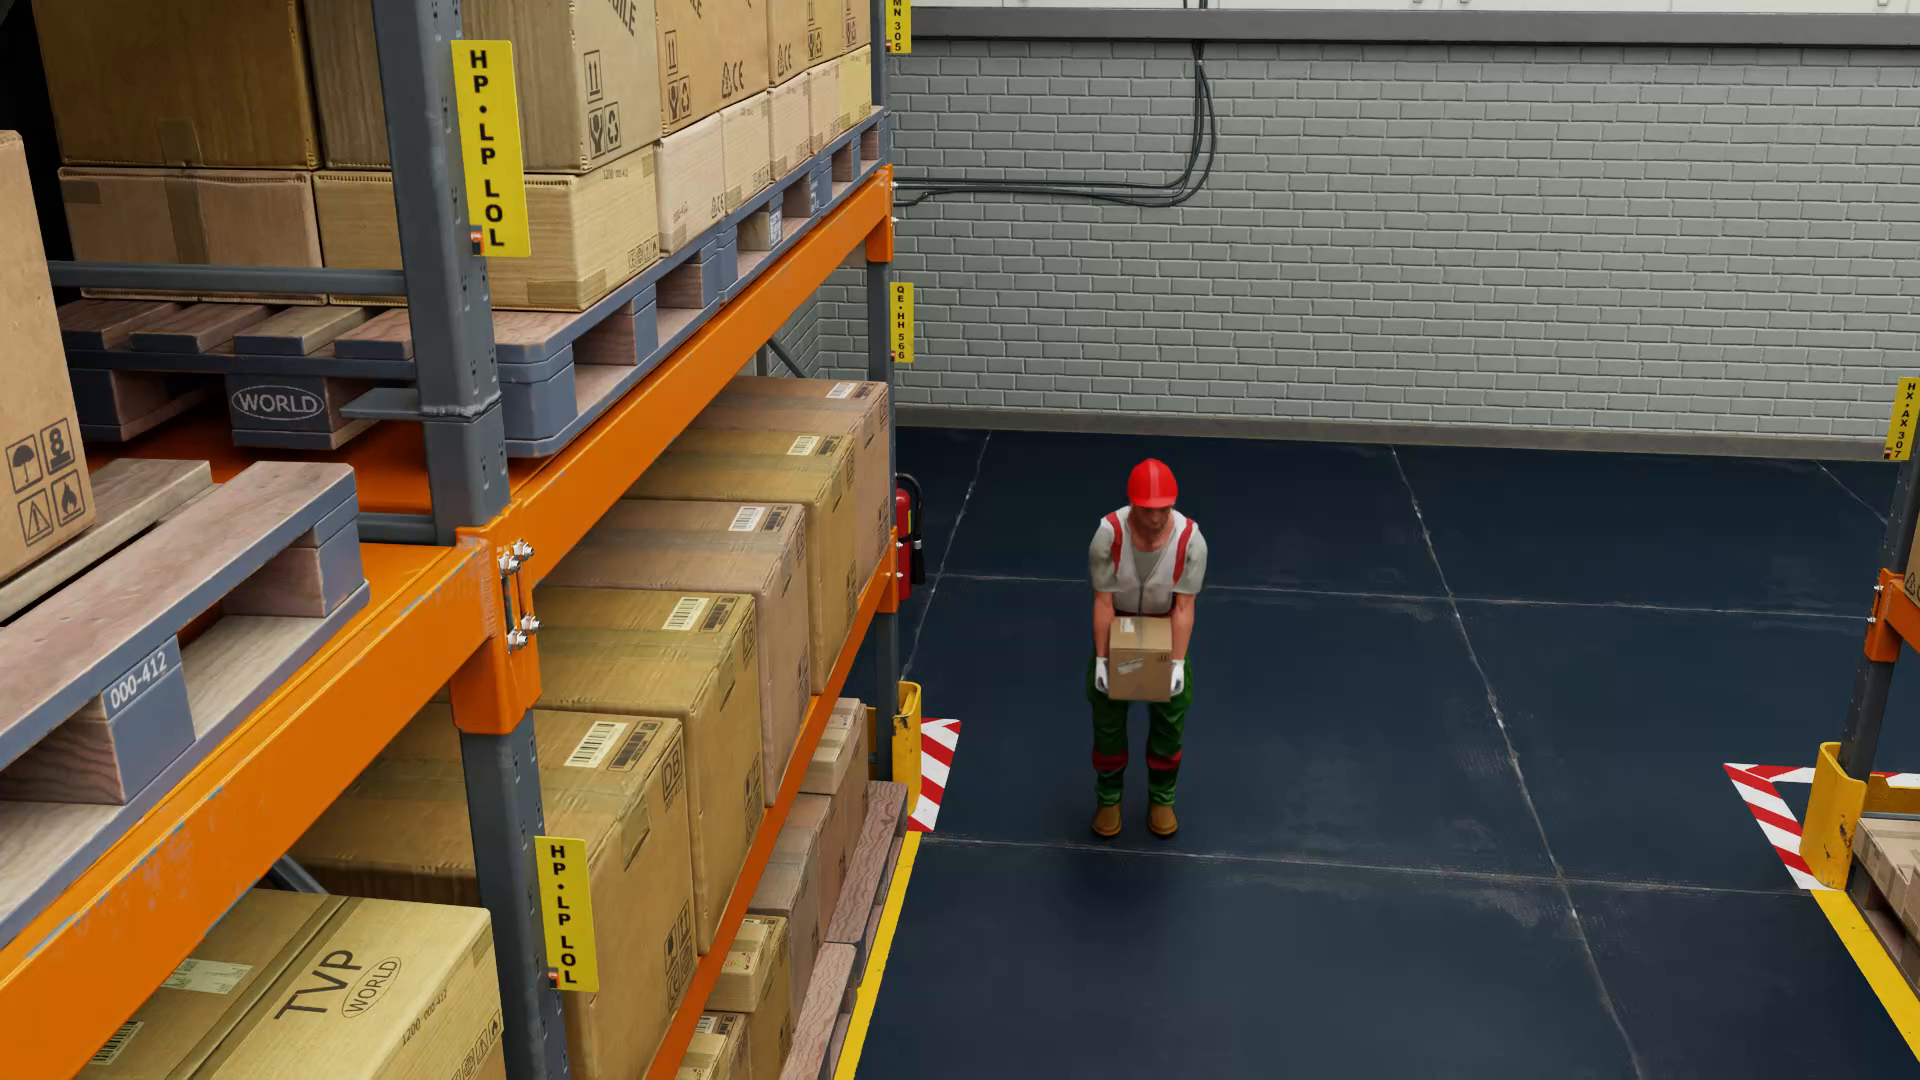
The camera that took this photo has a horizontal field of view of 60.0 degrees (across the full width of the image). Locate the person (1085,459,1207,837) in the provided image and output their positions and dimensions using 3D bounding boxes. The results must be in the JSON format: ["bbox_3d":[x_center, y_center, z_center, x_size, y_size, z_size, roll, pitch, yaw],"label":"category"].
[{"bbox_3d":[0.768,0.449,6.961,0.481,1.726,0.598,2,21,5],"label":"person"}]
